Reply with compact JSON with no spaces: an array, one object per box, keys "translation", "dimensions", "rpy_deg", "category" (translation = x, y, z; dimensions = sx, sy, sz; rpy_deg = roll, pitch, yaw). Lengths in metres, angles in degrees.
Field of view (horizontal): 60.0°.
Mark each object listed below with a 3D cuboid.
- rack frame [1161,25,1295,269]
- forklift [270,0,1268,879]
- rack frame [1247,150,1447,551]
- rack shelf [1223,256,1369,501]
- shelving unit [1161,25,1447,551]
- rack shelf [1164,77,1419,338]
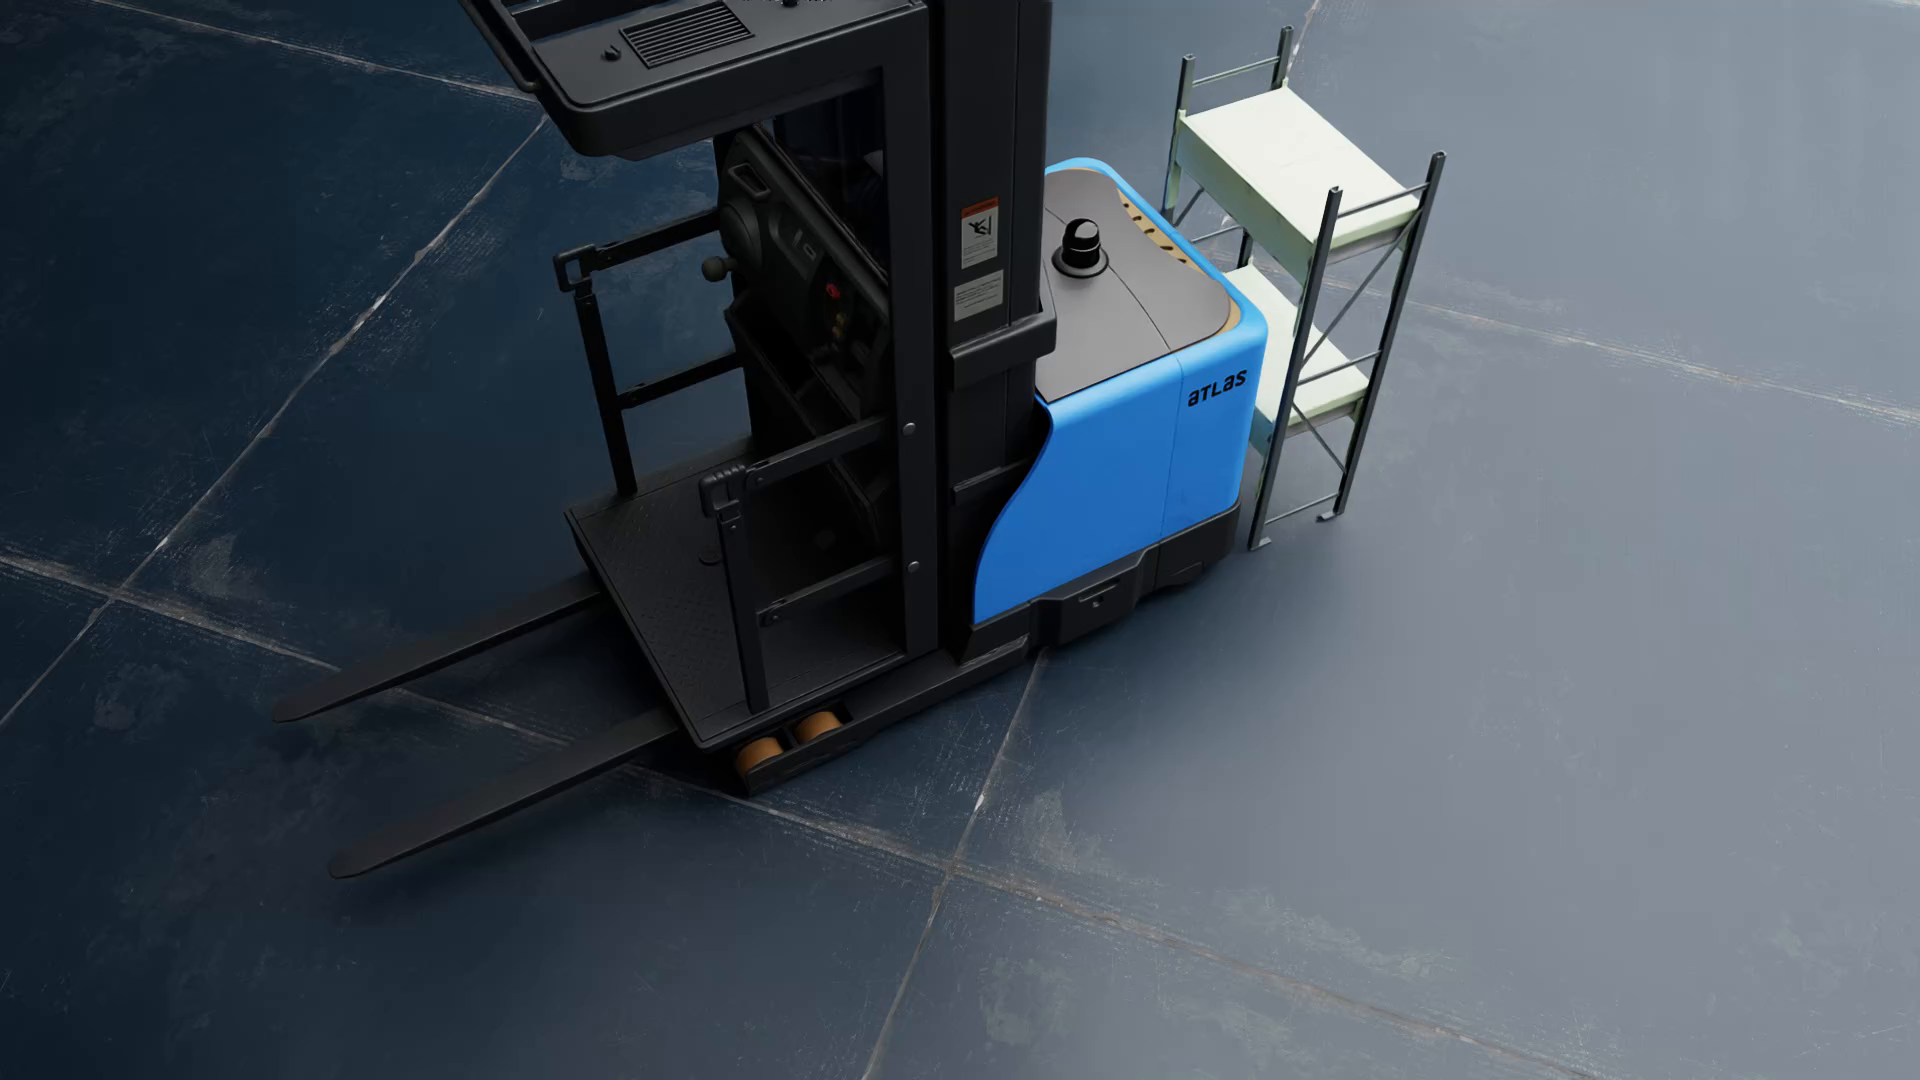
[{"translation":[0.837,-1.022,5.635],"dimensions":[0.400,1.500,0.023],"rpy_deg":[-21,52,-19],"category":"rack frame"},{"translation":[-0.604,-0.659,4.381],"dimensions":[3.031,2.935,1.130],"rpy_deg":[-24,53,-19],"category":"forklift"},{"translation":[1.183,-0.534,5.213],"dimensions":[0.400,1.500,0.023],"rpy_deg":[-21,52,-19],"category":"rack frame"},{"translation":[1.003,-0.562,5.668],"dimensions":[0.431,0.370,0.720],"rpy_deg":[-21,52,-19],"category":"rack shelf"},{"translation":[1.010,-0.778,5.424],"dimensions":[0.431,1.500,0.755],"rpy_deg":[-21,52,-19],"category":"shelving unit"},{"translation":[1.019,-1.037,5.132],"dimensions":[0.431,0.370,0.720],"rpy_deg":[-21,52,-19],"category":"rack shelf"}]
